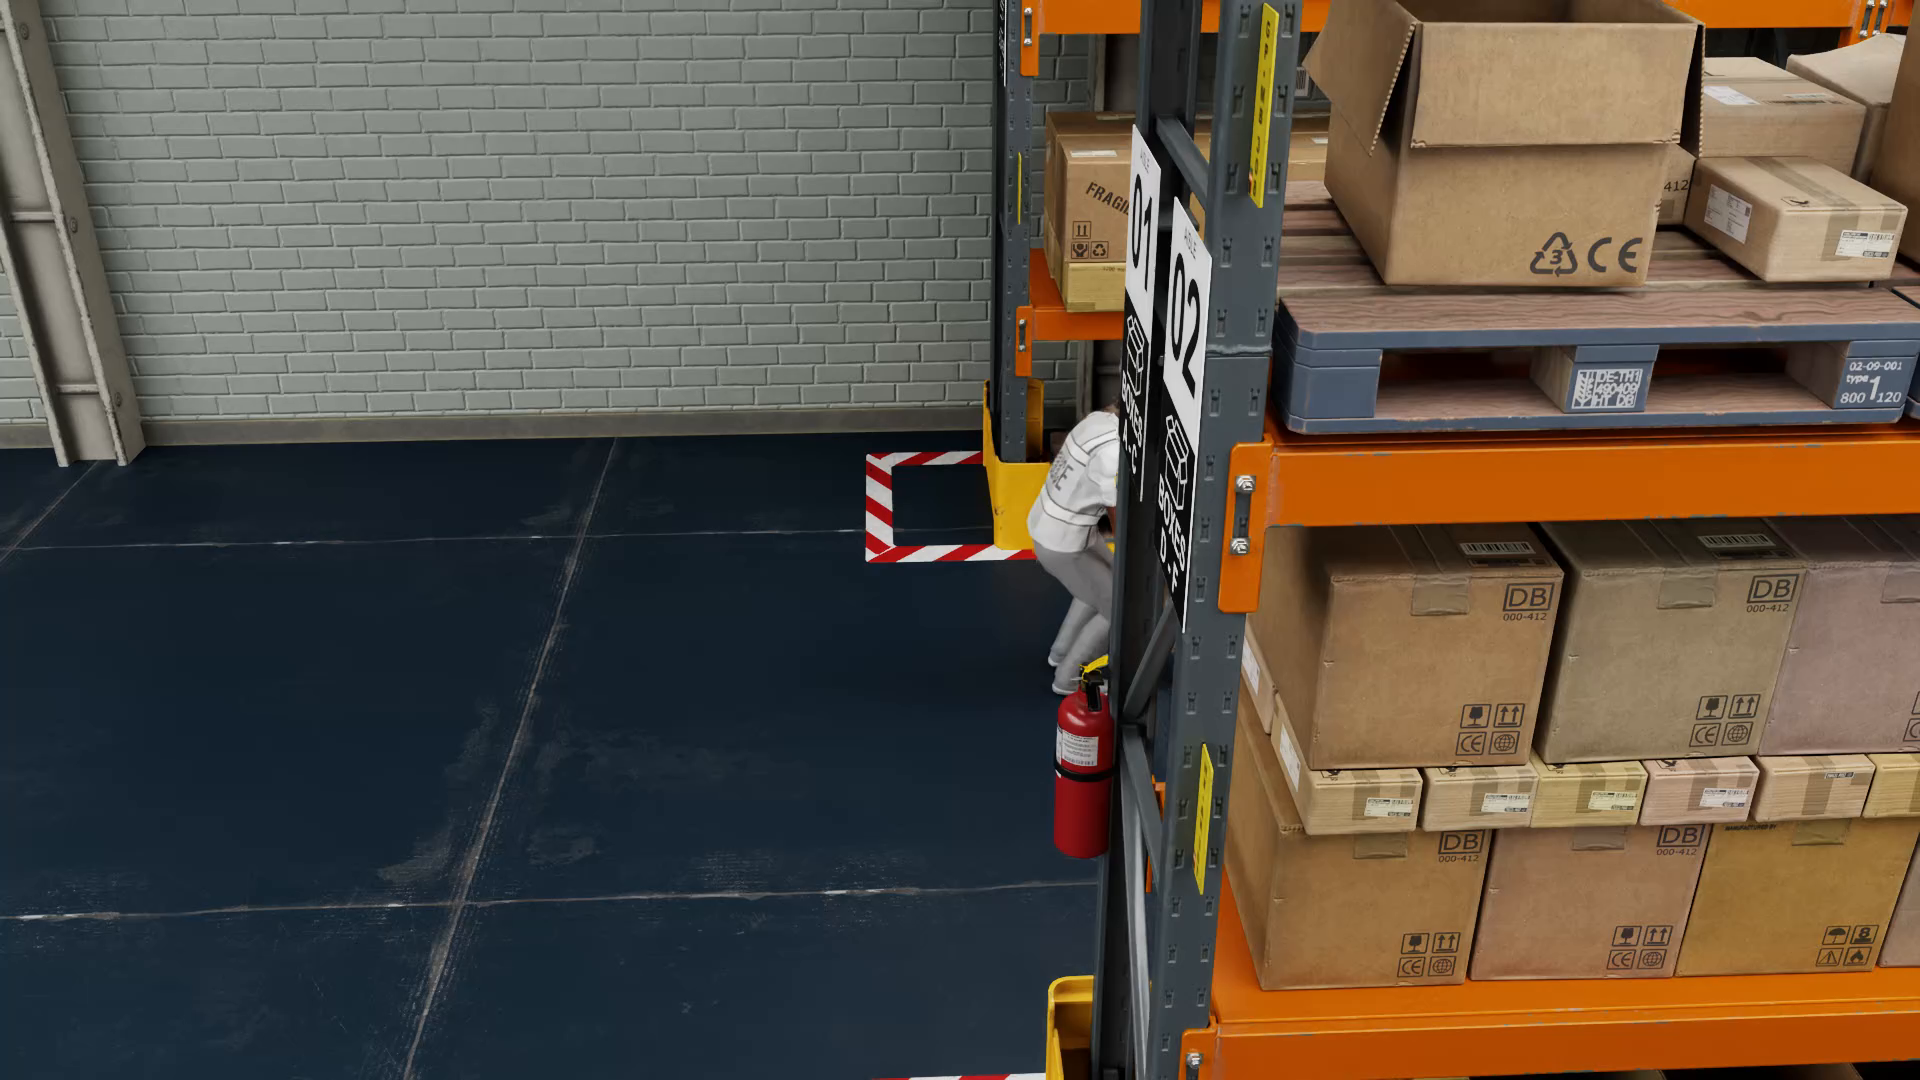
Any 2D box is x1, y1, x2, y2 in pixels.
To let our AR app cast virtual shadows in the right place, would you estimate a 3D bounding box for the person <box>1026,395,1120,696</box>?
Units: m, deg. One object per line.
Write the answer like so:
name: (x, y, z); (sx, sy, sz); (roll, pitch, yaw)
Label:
person: (0.619, -0.020, 7.385); (0.649, 1.464, 0.481); (-1, 28, -2)
